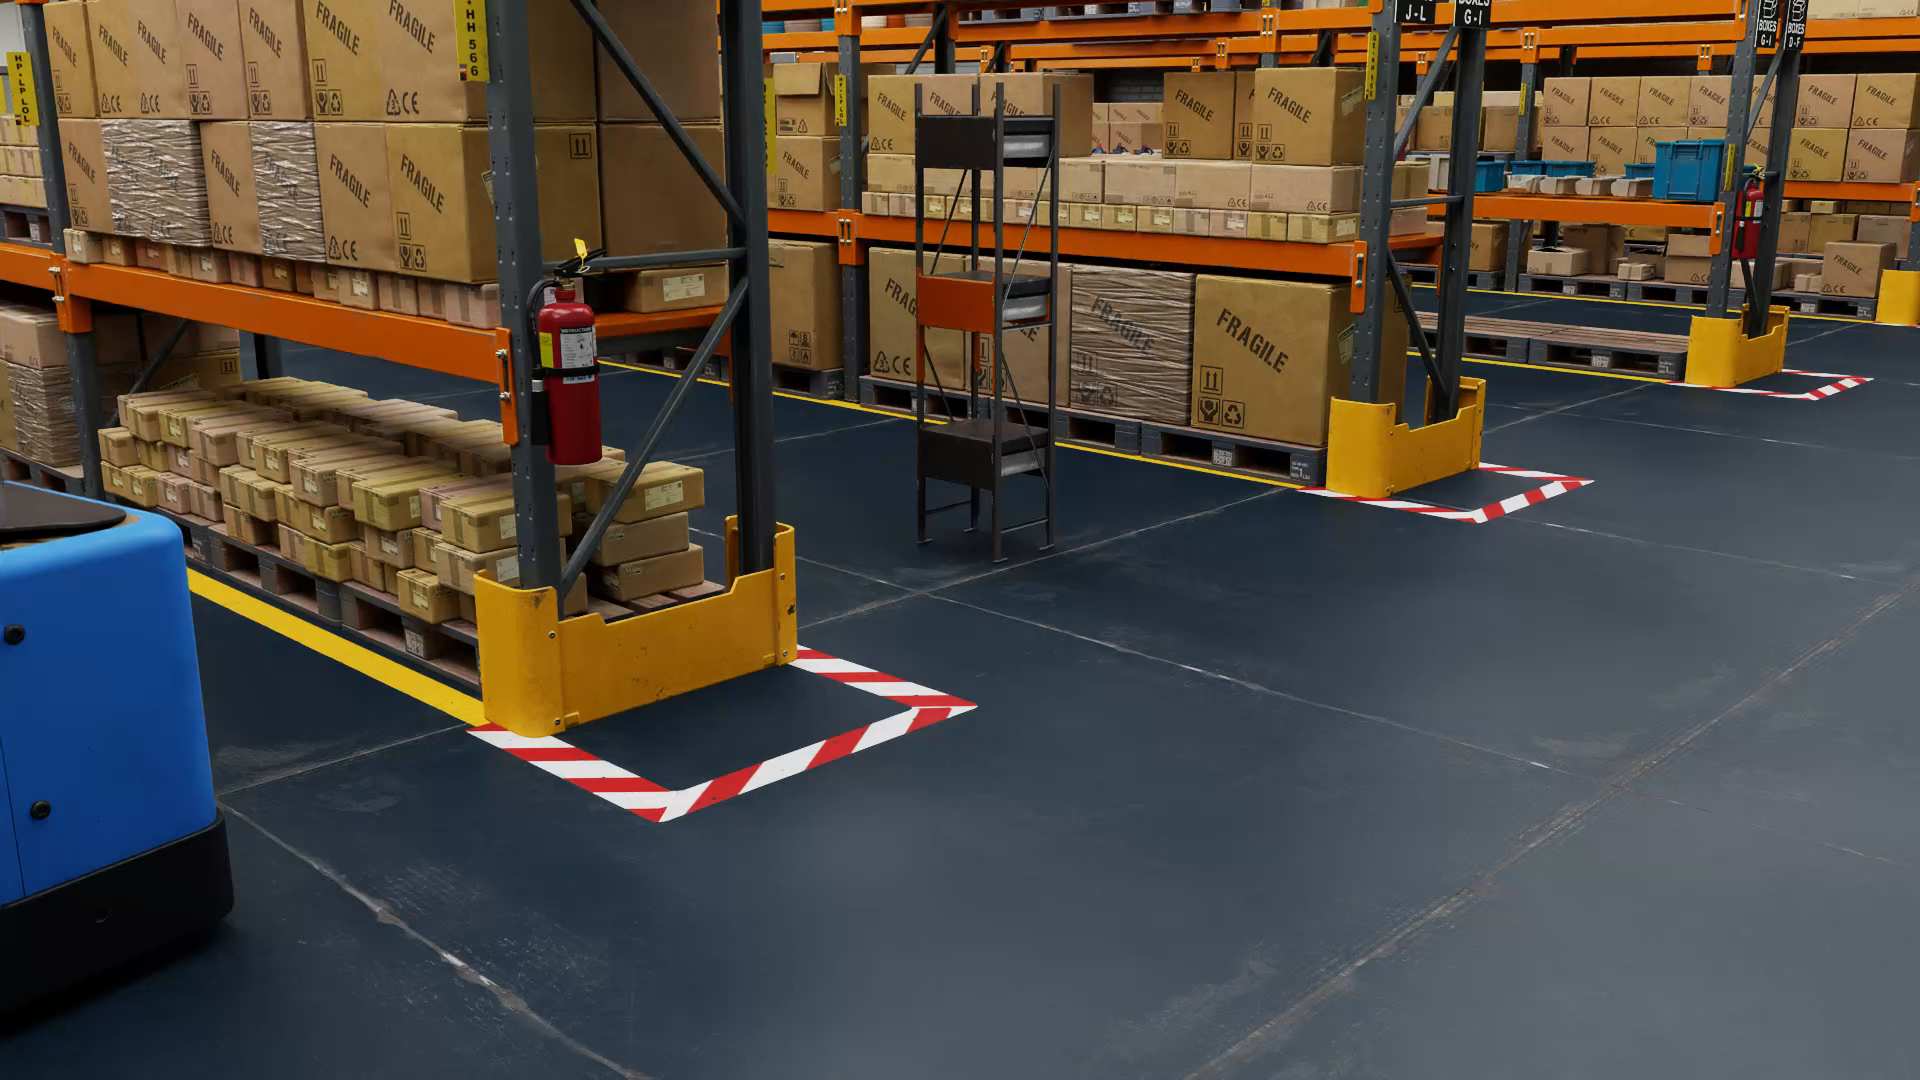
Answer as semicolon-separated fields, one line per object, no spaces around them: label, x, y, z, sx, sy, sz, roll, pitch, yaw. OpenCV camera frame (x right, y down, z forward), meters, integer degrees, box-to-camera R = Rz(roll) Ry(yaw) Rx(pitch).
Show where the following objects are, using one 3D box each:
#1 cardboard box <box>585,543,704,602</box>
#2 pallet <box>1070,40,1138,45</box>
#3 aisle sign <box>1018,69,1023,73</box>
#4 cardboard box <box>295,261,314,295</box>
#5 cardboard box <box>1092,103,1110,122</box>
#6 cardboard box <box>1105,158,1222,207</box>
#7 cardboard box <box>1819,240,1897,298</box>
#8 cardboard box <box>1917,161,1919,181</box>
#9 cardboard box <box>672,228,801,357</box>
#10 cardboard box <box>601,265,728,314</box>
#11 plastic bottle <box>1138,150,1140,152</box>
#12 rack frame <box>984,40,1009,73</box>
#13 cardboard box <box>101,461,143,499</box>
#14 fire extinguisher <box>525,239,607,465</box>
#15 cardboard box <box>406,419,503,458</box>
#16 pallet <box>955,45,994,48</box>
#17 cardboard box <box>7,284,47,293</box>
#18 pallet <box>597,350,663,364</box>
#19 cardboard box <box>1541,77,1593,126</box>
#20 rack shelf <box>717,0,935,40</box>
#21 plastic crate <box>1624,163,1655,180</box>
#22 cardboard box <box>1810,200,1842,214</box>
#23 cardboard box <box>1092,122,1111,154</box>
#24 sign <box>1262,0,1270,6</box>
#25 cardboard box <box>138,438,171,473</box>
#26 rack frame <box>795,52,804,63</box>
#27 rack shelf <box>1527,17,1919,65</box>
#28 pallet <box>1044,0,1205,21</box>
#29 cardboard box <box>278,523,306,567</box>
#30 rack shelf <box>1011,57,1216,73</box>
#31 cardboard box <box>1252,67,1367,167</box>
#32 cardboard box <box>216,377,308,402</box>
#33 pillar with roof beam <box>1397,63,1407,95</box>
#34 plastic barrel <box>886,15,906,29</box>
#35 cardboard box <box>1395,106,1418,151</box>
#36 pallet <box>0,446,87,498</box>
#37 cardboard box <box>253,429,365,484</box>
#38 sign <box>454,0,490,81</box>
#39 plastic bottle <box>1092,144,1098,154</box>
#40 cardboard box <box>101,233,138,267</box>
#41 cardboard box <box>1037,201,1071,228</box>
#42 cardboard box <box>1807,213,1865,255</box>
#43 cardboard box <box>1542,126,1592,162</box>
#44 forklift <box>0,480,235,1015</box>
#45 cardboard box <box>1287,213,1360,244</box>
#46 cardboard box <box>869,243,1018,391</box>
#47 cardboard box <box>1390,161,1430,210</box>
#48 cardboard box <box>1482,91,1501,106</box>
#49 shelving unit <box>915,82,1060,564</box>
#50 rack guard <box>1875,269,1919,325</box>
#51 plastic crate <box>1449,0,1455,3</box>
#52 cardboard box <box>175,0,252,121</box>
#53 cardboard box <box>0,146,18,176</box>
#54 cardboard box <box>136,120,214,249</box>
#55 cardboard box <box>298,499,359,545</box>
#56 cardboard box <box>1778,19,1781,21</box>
cardboard box;-1.212;0.107;6.393;0.380;0.149;0.250;-14;20;-43
pallet;2.220;-6.657;21.958;1.003;0.211;1.213;-13;20;-42
aisle sign;0.995;-8.515;29.509;0.004;0.787;0.394;14;20;42
cardboard box;-2.354;-1.045;6.491;0.250;0.149;0.380;13;19;40
cardboard box;2.486;-7.193;28.360;0.500;0.500;0.500;-14;20;-42
cardboard box;1.194;-2.088;9.703;0.500;0.250;0.500;13;19;40
cardboard box;8.775;-2.653;16.250;0.500;0.500;0.500;14;20;42
cardboard box;9.201;-3.773;16.266;0.500;0.500;0.500;-14;20;-43
cardboard box;-1.540;-1.942;12.816;0.875;0.875;1.225;13;19;40
cardboard box;-1.063;-0.914;5.989;0.250;0.149;0.380;13;20;42
plastic bottle;1.776;-3.795;16.781;0.133;0.283;0.061;14;20;42
rack frame;0.137;-4.101;17.722;0.127;3.000;1.000;14;20;42
cardboard box;-3.897;-0.321;8.036;0.250;0.149;0.380;13;19;40
fire extinguisher;-1.196;-0.574;5.077;0.183;0.674;0.296;14;20;42
cardboard box;-2.160;-0.411;7.201;0.250;0.149;0.380;14;20;43
pallet;0.067;-7.253;24.045;1.213;0.211;1.003;14;20;42
cardboard box;-5.416;-1.426;10.092;0.500;0.250;0.500;-14;20;-43
pallet;-2.785;-1.701;14.041;1.213;0.211;1.003;14;20;42
cardboard box;6.601;-4.698;17.832;0.500;0.500;0.500;-14;20;-43
rack shelf;-1.861;-3.955;12.641;4.000;0.370;1.077;14;20;42
plastic crate;5.473;-2.867;13.200;0.300;0.233;0.416;14;20;42
cardboard box;10.856;-4.173;20.836;0.250;0.149;0.380;13;19;41
cardboard box;1.980;-5.431;22.627;0.500;0.500;0.500;14;20;42
sign;2.634;-4.757;14.274;0.005;0.325;0.100;14;20;42
cardboard box;-3.653;-0.437;7.893;0.250;0.149;0.380;14;20;43
rack frame;-2.181;-6.399;26.544;0.127;3.000;1.000;14;20;42
rack shelf;7.897;-5.053;16.853;4.000;0.370;1.077;14;20;42
pallet;1.566;-5.078;15.899;1.213;0.211;1.003;14;20;42
cardboard box;-2.563;-0.011;6.848;0.380;0.149;0.250;-14;20;-43
rack shelf;2.694;-8.053;28.366;4.000;0.370;1.077;14;20;42
cardboard box;1.925;-2.274;8.929;0.500;0.500;0.500;14;20;43
cardboard box;-3.500;-0.716;8.372;0.380;0.149;0.250;-14;20;-43
pillar with roof beam;3.690;-8.405;22.344;0.400;9.000;9.100;14;20;42
plastic barrel;-0.774;-6.058;18.432;0.708;0.830;0.600;14;20;42
cardboard box;5.143;-4.849;19.562;0.500;0.500;0.700;8;17;28
pallet;-4.498;-0.406;9.071;1.213;0.211;1.003;14;20;42
cardboard box;-2.725;-0.355;6.986;0.250;0.149;0.380;14;20;42
sign;-1.457;-1.535;4.952;0.005;0.325;0.100;14;20;42
plastic bottle;1.344;-3.722;16.367;0.185;0.351;0.144;14;20;42
cardboard box;-3.722;-1.357;7.690;0.380;0.149;0.250;-14;20;-43
cardboard box;0.684;-1.996;10.141;0.250;0.149;0.380;13;19;41
cardboard box;11.088;-3.865;20.939;0.700;0.500;0.500;-14;20;-43
cardboard box;6.635;-4.209;17.939;0.500;0.500;0.500;-14;20;-43
forklift;-3.317;-0.536;4.176;3.031;2.935;1.130;9;17;32
cardboard box;1.973;-1.683;8.940;0.380;0.149;0.250;-14;20;-43
cardboard box;-0.002;-1.547;11.301;0.875;0.875;0.875;14;20;42
cardboard box;2.300;-2.006;9.390;0.500;0.250;0.500;13;19;41
cardboard box;7.549;-6.244;23.631;0.500;0.250;0.500;13;20;41
shelving unit;0.119;-0.987;7.556;0.503;2.100;0.431;14;20;42
rack guard;9.282;-2.403;16.163;0.348;0.500;1.175;14;20;42
plastic crate;4.196;-4.571;14.101;0.466;0.136;0.293;14;20;42
cardboard box;-2.688;-1.900;6.505;0.500;0.500;0.500;13;19;40
cardboard box;-4.727;-1.969;8.614;0.380;0.149;0.250;-13;20;-42
cardboard box;-3.056;-1.499;6.949;0.500;0.500;0.500;13;20;41
cardboard box;-2.392;-0.106;6.622;0.250;0.149;0.380;14;20;43
cardboard box;8.063;-5.195;16.269;0.500;0.250;0.500;14;20;42
